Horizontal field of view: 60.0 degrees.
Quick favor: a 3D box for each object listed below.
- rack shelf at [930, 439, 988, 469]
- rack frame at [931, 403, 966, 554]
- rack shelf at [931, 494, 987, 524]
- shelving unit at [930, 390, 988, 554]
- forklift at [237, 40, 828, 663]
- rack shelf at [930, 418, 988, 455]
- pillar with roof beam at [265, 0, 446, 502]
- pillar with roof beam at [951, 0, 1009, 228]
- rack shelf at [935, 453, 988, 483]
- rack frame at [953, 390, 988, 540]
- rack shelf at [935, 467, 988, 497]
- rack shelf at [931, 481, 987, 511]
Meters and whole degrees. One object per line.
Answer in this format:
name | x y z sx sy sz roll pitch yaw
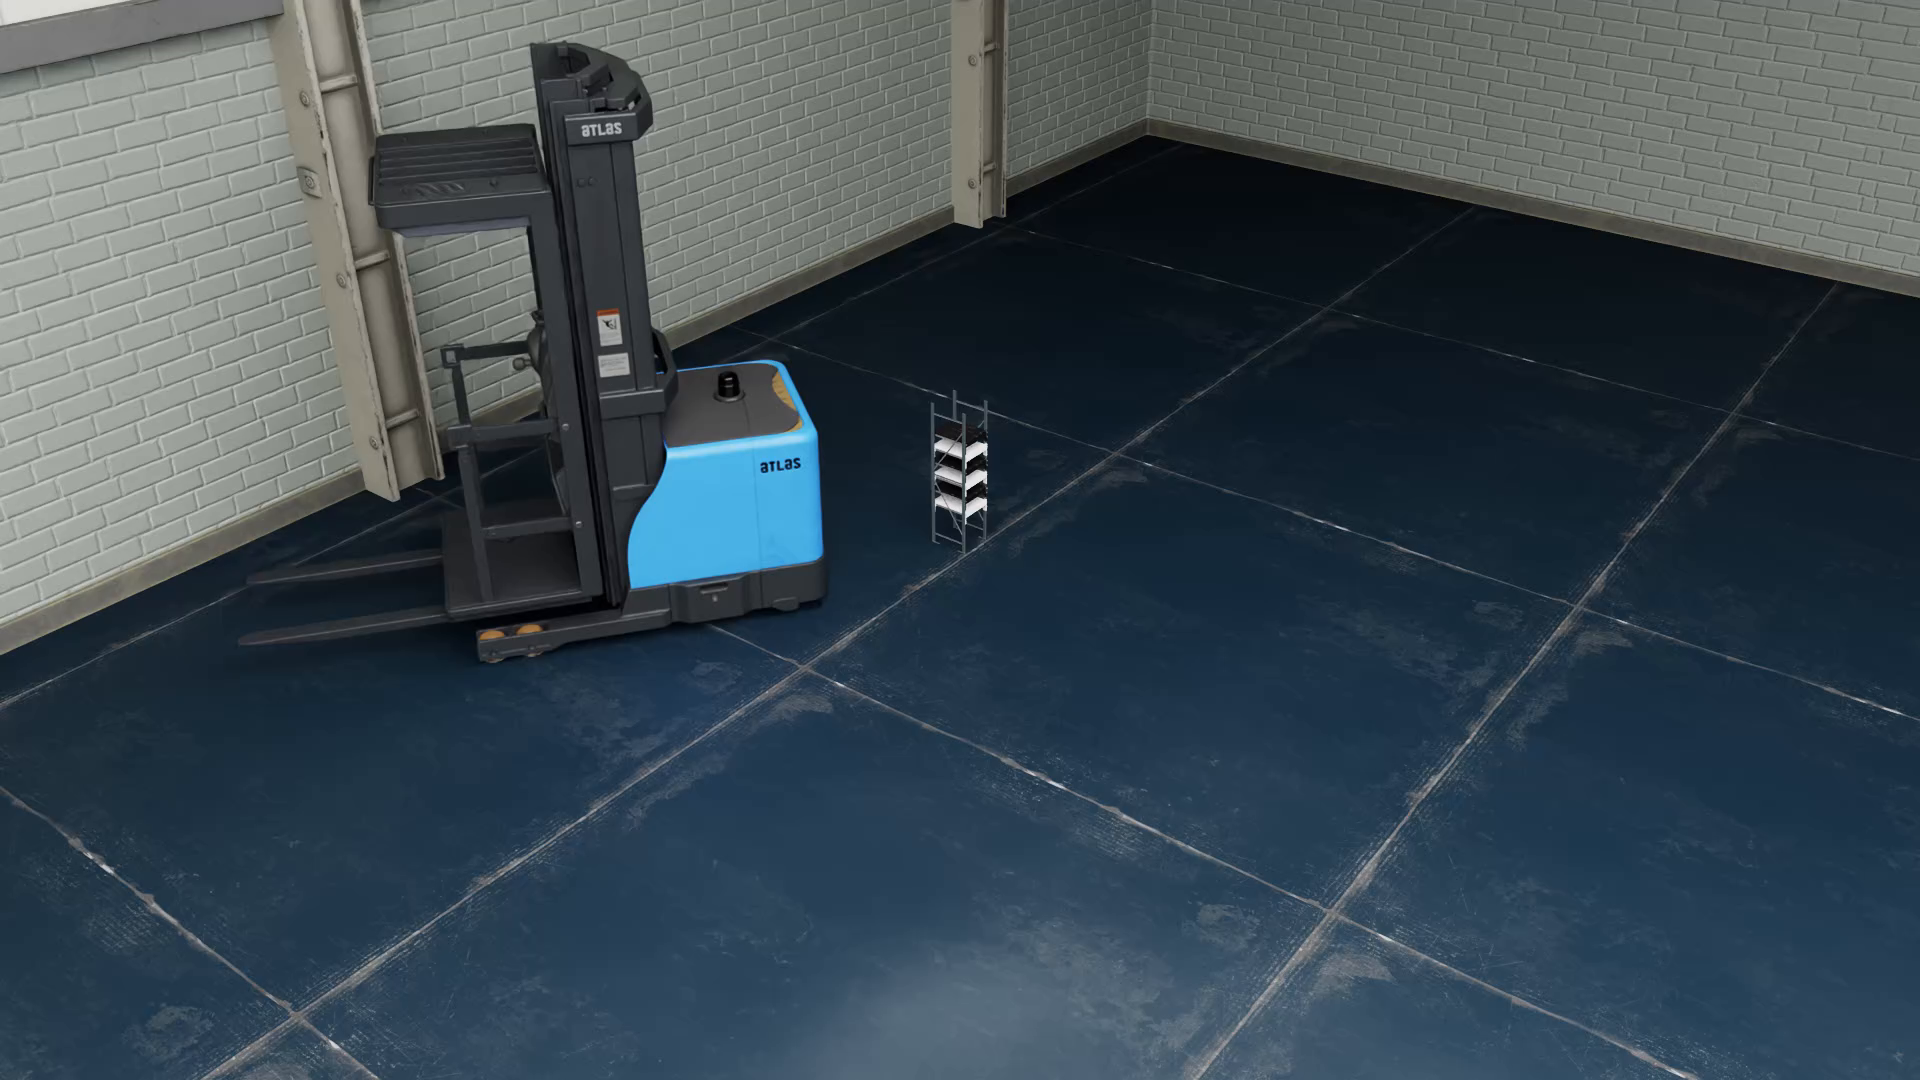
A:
rack shelf | -0.005 -0.510 9.440 0.258 0.077 0.200 21 37 31
rack frame | -0.066 -0.342 9.445 0.240 0.900 0.006 21 37 31
rack shelf | -0.005 -0.200 9.624 0.258 0.077 0.200 21 37 31
shelving unit | -0.005 -0.384 9.515 0.258 0.900 0.210 21 37 31
forklift | -2.303 -0.922 8.431 3.031 2.935 1.130 -9 32 -14
rack shelf | -0.005 -0.587 9.394 0.258 0.077 0.200 21 37 31
pillar with roof beam | -0.026 -2.905 5.825 9.100 9.000 0.400 21 37 31
pillar with roof beam | 3.596 -5.344 9.940 9.100 9.000 0.400 21 37 31
rack shelf | -0.005 -0.433 9.486 0.258 0.077 0.200 21 37 31
rack frame | 0.056 -0.425 9.585 0.240 0.900 0.006 21 37 31
rack shelf | -0.005 -0.355 9.532 0.258 0.077 0.200 21 37 31
rack shelf | -0.005 -0.278 9.578 0.258 0.077 0.200 21 37 31
